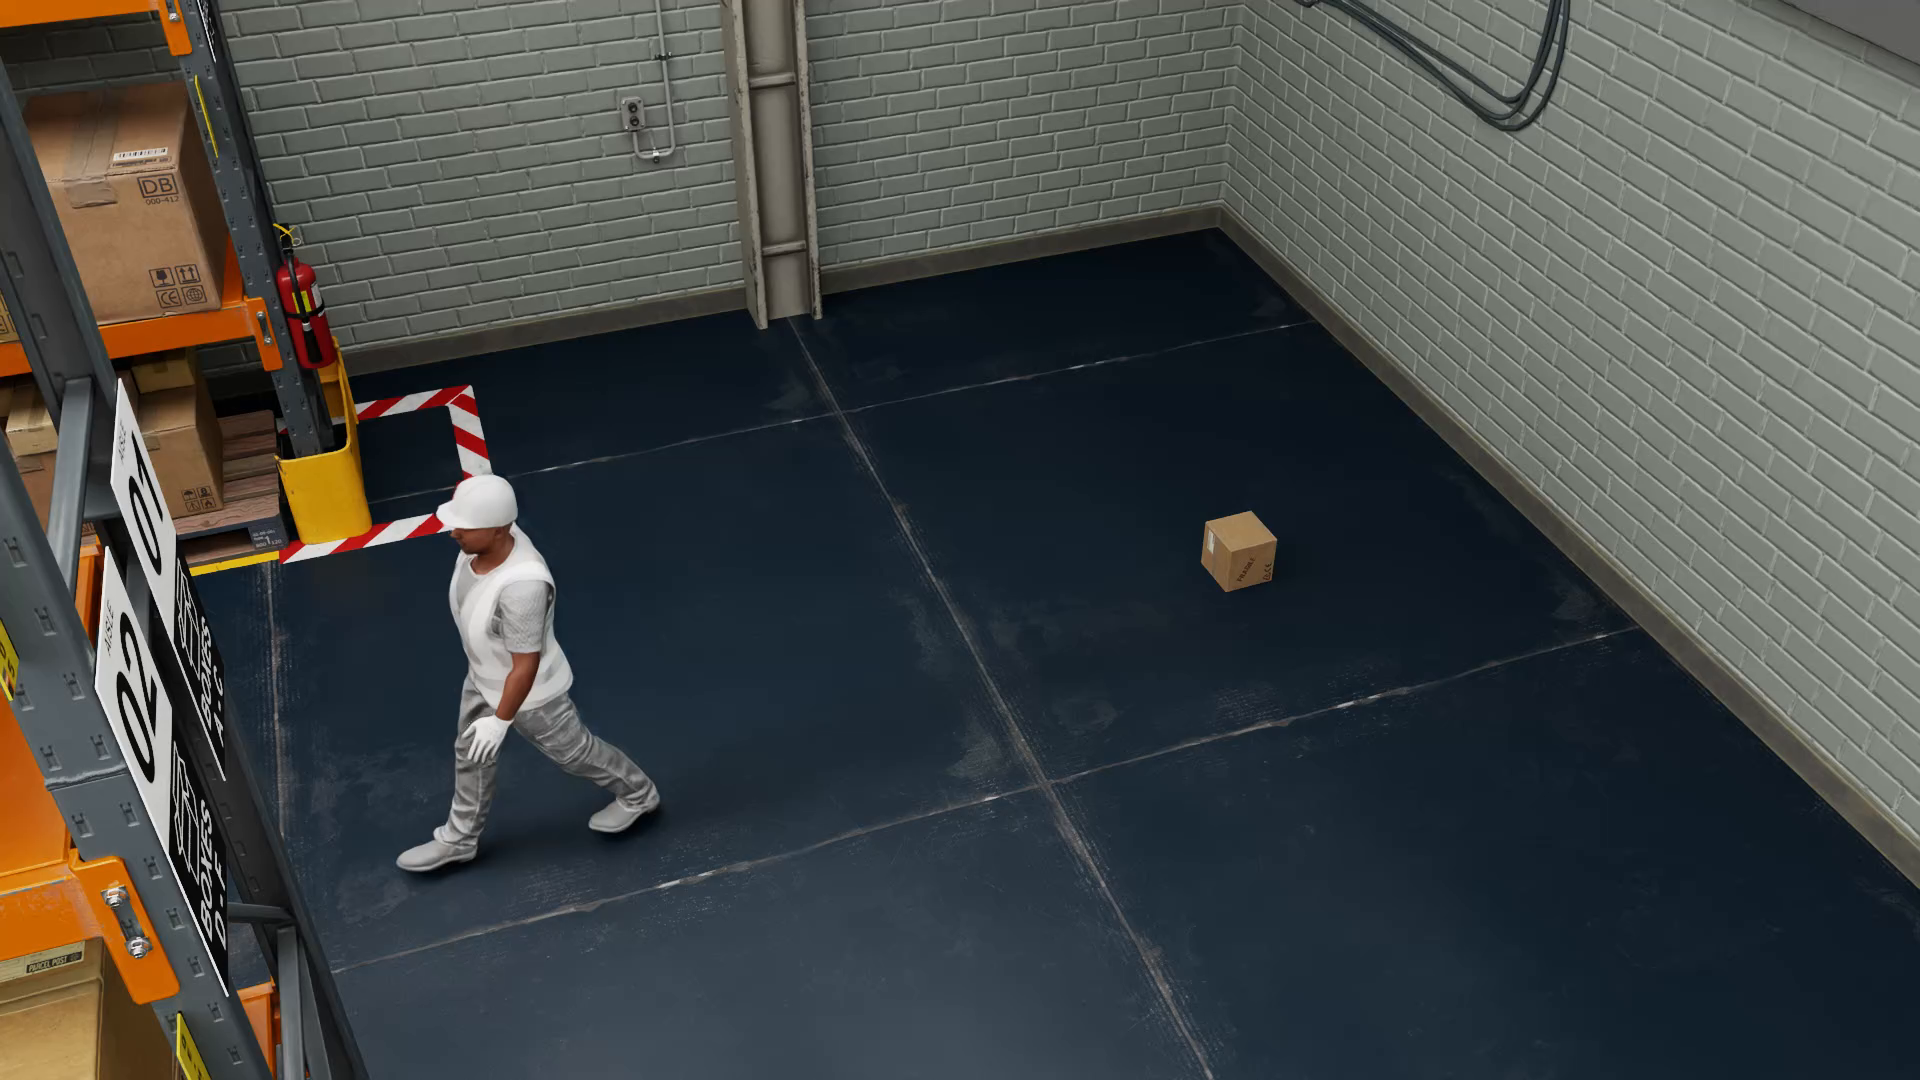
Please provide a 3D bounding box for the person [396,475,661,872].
[{"bbox_3d":[-1.684,0.522,6.080,1.012,1.739,0.586,-22,42,-26],"label":"person"}]
